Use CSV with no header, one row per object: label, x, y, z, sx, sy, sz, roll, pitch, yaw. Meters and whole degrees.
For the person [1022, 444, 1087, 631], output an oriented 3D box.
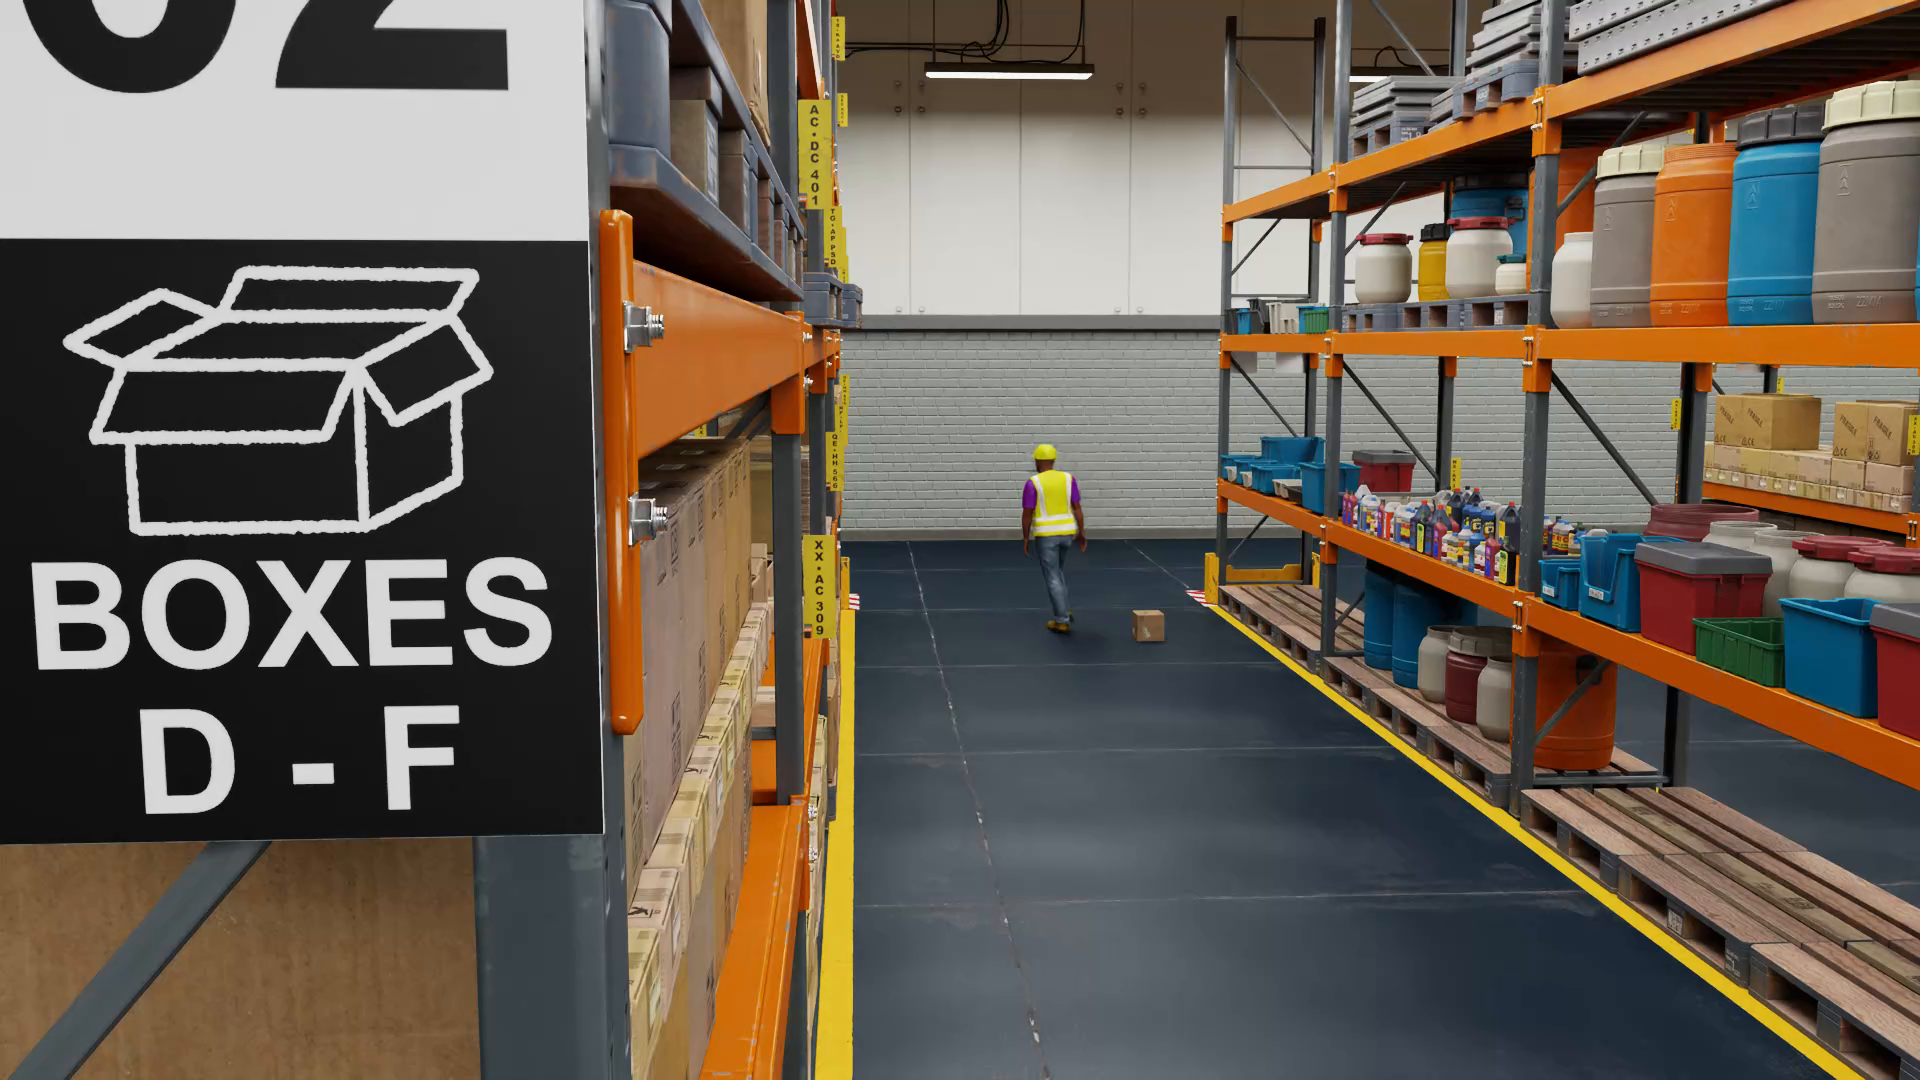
person,0.880,-0.019,15.760,0.607,1.766,0.553,-4,8,-28
